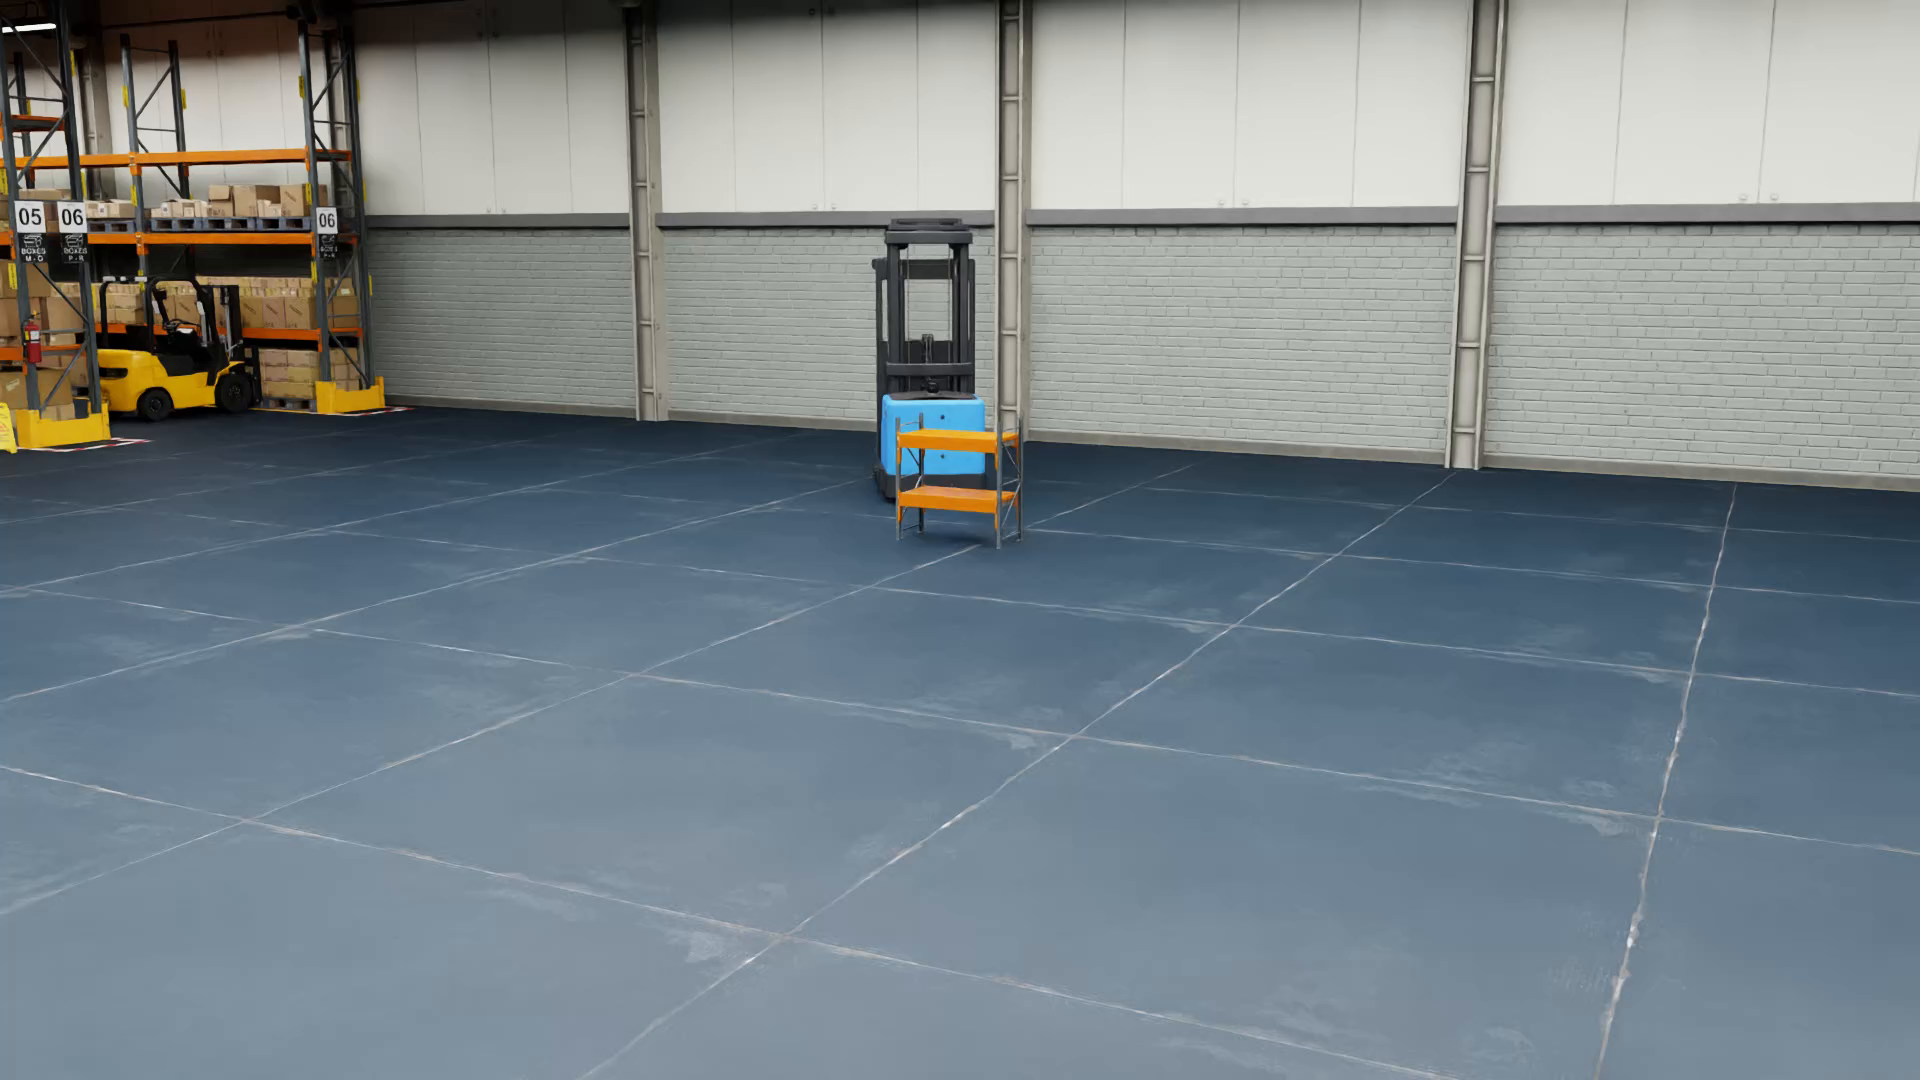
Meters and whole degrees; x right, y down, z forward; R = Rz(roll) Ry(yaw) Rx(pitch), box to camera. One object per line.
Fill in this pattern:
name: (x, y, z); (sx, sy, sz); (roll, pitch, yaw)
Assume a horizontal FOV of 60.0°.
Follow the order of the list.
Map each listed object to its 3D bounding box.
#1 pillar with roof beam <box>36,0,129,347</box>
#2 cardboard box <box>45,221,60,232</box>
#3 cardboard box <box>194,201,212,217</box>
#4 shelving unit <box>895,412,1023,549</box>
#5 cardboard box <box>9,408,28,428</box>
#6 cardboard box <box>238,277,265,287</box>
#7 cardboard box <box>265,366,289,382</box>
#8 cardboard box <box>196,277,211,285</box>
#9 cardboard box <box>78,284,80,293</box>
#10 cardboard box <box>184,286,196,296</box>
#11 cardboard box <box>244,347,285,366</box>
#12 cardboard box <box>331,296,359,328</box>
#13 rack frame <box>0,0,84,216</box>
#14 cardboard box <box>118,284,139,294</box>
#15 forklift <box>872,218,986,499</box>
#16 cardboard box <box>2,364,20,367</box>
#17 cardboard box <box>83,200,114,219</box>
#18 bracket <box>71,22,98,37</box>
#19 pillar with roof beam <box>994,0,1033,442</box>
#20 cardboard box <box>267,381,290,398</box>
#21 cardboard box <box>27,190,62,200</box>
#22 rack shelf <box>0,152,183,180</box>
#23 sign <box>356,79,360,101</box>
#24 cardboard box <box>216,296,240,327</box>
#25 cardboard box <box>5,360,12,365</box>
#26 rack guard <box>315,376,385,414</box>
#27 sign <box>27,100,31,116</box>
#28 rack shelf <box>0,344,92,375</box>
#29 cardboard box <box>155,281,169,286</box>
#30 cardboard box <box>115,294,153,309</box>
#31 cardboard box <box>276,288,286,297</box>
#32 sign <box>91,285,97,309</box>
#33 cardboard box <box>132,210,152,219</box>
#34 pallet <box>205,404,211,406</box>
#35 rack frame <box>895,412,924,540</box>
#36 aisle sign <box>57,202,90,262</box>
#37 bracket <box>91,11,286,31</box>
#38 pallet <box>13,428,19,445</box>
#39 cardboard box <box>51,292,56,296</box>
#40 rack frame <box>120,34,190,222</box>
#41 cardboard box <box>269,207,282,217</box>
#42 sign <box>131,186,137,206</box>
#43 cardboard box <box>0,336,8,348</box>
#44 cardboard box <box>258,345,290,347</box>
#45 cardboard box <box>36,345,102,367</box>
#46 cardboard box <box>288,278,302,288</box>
pillar with roof beam: (-17.343, -6.512, 25.943); (0.548, 9.000, 9.100); (5, 11, 26)
cardboard box: (-12.179, -4.213, 22.369); (0.250, 0.149, 0.380); (5, 11, 26)
cardboard box: (-12.222, -5.391, 27.091); (0.258, 0.266, 0.396); (5, 11, 24)
shelving unit: (-0.006, -0.554, 15.133); (1.048, 1.125, 0.538); (5, 11, 26)
cardboard box: (-12.890, -1.659, 22.516); (0.500, 0.250, 0.500); (5, 11, 26)
cardboard box: (-11.435, -4.170, 26.909); (0.250, 0.149, 0.380); (5, 12, 27)
cardboard box: (-10.852, -2.705, 26.892); (0.500, 0.250, 0.500); (5, 11, 25)
cardboard box: (-12.327, -4.256, 27.384); (0.250, 0.149, 0.380); (5, 11, 25)
cardboard box: (-14.983, -4.347, 28.723); (0.250, 0.149, 0.380); (5, 11, 26)
cardboard box: (-12.582, -4.125, 27.496); (0.250, 0.149, 0.380); (5, 12, 27)
cardboard box: (-11.300, -2.985, 27.037); (0.500, 0.250, 0.500); (5, 11, 27)
cardboard box: (-10.153, -3.708, 27.017); (0.500, 0.500, 0.500); (5, 12, 28)
rack frame: (-12.025, -5.735, 21.649); (0.127, 3.000, 1.000); (5, 11, 26)
cardboard box: (-14.063, -4.268, 28.289); (0.250, 0.149, 0.380); (5, 11, 25)
forklift: (-0.405, -2.085, 18.519); (1.130, 2.935, 3.031); (-1, 10, -6)
cardboard box: (-13.564, -2.196, 23.378); (0.500, 0.500, 0.500); (5, 12, 27)
cardboard box: (-14.864, -5.658, 28.435); (0.500, 0.311, 0.500); (5, 11, 24)
bracket: (-15.223, -8.881, 28.927); (0.430, 0.232, 0.235); (5, 11, 26)
pillar with roof beam: (-1.201, -5.093, 18.105); (0.400, 9.000, 9.100); (5, 11, 26)
cardboard box: (-10.835, -2.457, 26.923); (0.500, 0.250, 0.500); (5, 11, 26)
cardboard box: (-12.253, -4.588, 22.202); (0.250, 0.149, 0.380); (5, 11, 25)
rack shelf: (-15.213, -6.450, 28.743); (4.000, 0.370, 1.077); (5, 11, 26)
sign: (-9.581, -7.154, 26.420); (0.005, 0.325, 0.100); (5, 11, 26)
cardboard box: (-11.766, -3.742, 27.205); (0.500, 0.500, 0.500); (5, 11, 26)
cardboard box: (-17.480, -3.182, 30.228); (0.500, 0.500, 0.500); (5, 12, 27)
rack guard: (-9.810, -2.344, 26.777); (0.348, 0.500, 1.175); (5, 11, 26)
sign: (-16.764, -7.785, 29.908); (0.005, 0.325, 0.100); (5, 11, 26)
rack shelf: (-13.818, -2.586, 23.118); (4.000, 0.370, 1.077); (5, 11, 26)
cardboard box: (-13.264, -4.333, 27.813); (0.250, 0.149, 0.380); (5, 12, 27)
cardboard box: (-13.972, -4.061, 28.264); (0.500, 0.250, 0.500); (5, 11, 25)
cardboard box: (-10.715, -3.972, 26.654); (0.250, 0.149, 0.380); (5, 12, 27)
sign: (-11.785, -3.295, 22.585); (0.005, 0.325, 0.100); (5, 11, 26)
cardboard box: (-14.093, -5.597, 28.558); (0.250, 0.149, 0.380); (5, 11, 26)
pallet: (-12.724, -2.450, 28.172); (1.213, 0.211, 1.003); (5, 11, 26)
rack frame: (-0.462, -0.594, 15.354); (0.032, 1.125, 0.500); (5, 11, 26)
aisle sign: (-11.832, -4.107, 22.198); (0.004, 0.787, 0.394); (5, 11, 26)
bracket: (-12.897, -8.677, 27.798); (4.783, 0.066, 0.076); (5, 11, 26)
pallet: (-12.806, -1.486, 22.849); (1.213, 0.211, 1.003); (5, 11, 26)
cardboard box: (-15.806, -4.221, 29.145); (0.500, 0.250, 0.500); (5, 11, 24)
rack frame: (-13.419, -6.843, 27.772); (0.127, 3.000, 1.000); (5, 11, 26)
cardboard box: (-10.709, -5.201, 26.367); (0.250, 0.149, 0.380); (5, 11, 24)
sign: (-13.650, -5.689, 27.482); (0.005, 0.325, 0.100); (5, 11, 26)
cardboard box: (-12.731, -2.657, 22.192); (0.250, 0.149, 0.380); (5, 11, 25)
cardboard box: (-11.529, -3.111, 27.730); (0.500, 0.250, 0.500); (5, 11, 25)
cardboard box: (-15.863, -3.143, 29.661); (0.625, 0.625, 0.875); (5, 12, 28)
cardboard box: (-10.481, -4.100, 26.522); (0.250, 0.149, 0.380); (5, 11, 26)
